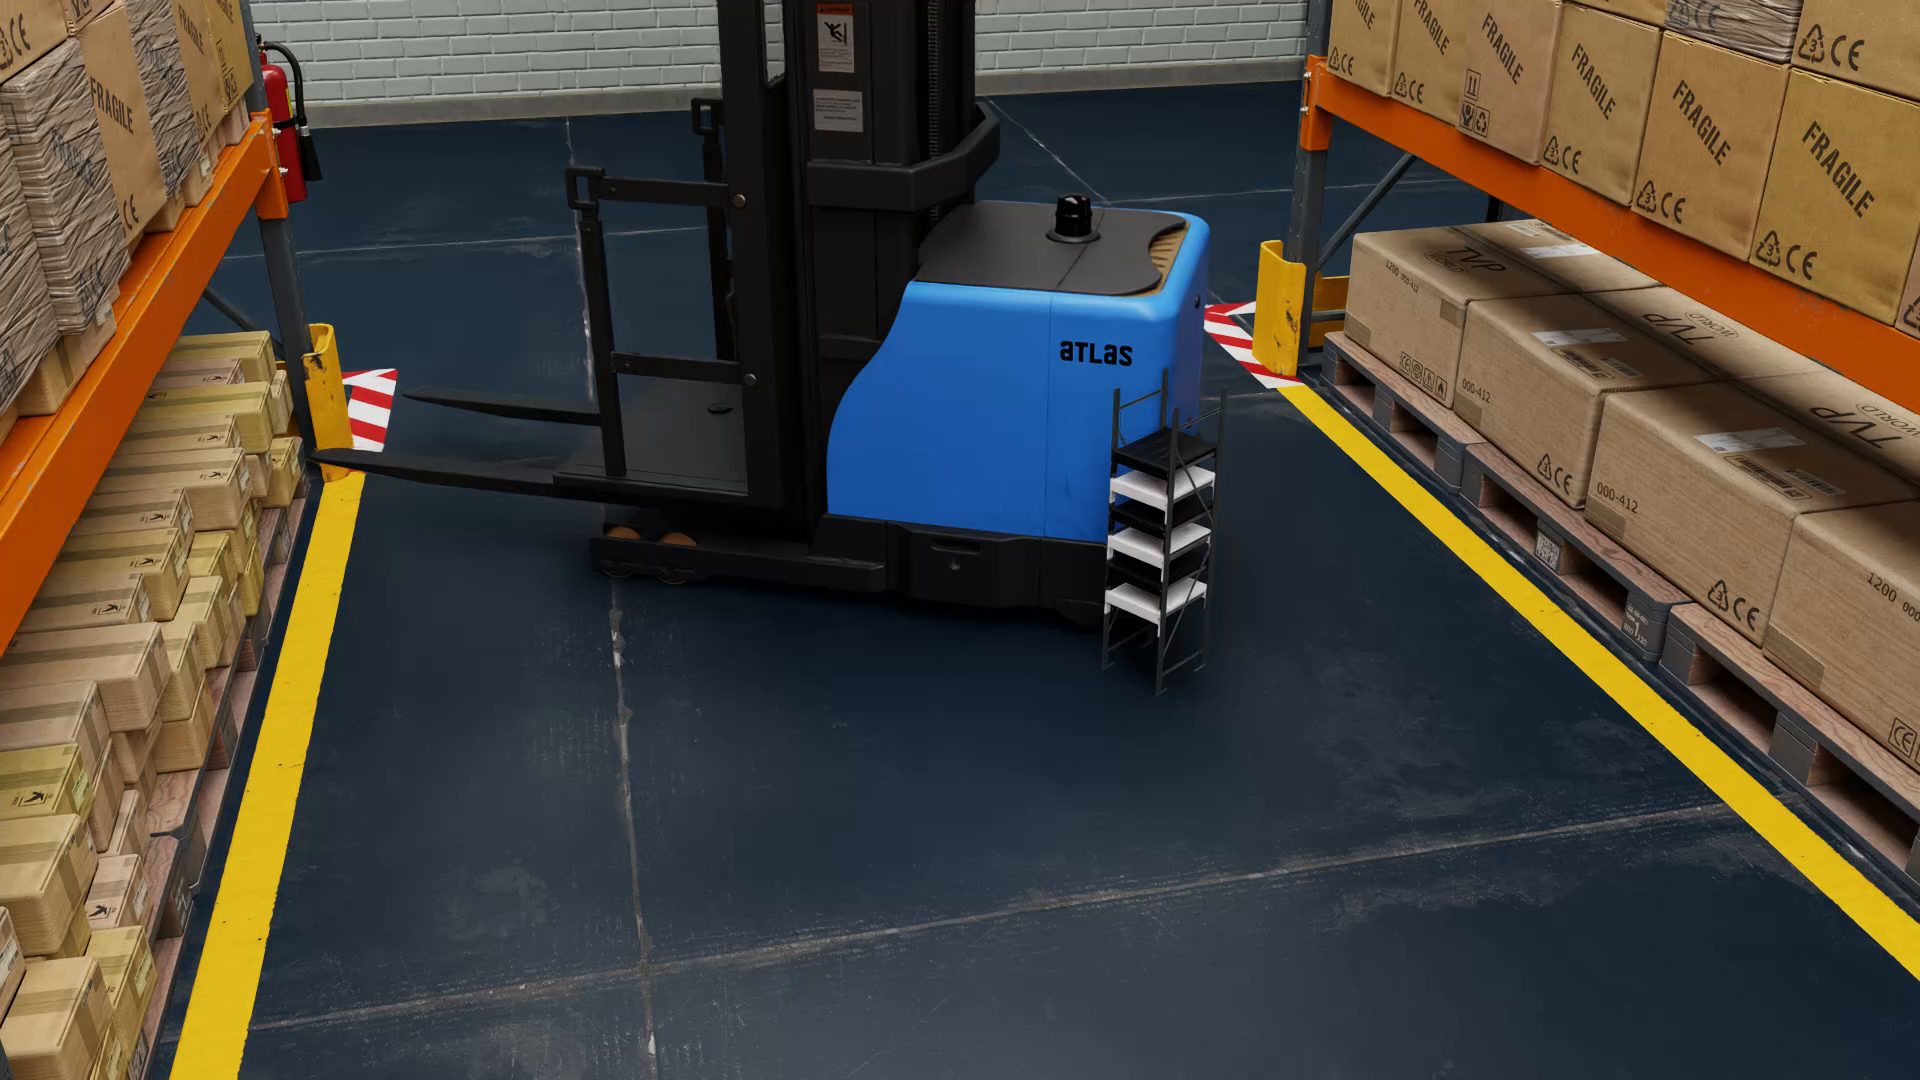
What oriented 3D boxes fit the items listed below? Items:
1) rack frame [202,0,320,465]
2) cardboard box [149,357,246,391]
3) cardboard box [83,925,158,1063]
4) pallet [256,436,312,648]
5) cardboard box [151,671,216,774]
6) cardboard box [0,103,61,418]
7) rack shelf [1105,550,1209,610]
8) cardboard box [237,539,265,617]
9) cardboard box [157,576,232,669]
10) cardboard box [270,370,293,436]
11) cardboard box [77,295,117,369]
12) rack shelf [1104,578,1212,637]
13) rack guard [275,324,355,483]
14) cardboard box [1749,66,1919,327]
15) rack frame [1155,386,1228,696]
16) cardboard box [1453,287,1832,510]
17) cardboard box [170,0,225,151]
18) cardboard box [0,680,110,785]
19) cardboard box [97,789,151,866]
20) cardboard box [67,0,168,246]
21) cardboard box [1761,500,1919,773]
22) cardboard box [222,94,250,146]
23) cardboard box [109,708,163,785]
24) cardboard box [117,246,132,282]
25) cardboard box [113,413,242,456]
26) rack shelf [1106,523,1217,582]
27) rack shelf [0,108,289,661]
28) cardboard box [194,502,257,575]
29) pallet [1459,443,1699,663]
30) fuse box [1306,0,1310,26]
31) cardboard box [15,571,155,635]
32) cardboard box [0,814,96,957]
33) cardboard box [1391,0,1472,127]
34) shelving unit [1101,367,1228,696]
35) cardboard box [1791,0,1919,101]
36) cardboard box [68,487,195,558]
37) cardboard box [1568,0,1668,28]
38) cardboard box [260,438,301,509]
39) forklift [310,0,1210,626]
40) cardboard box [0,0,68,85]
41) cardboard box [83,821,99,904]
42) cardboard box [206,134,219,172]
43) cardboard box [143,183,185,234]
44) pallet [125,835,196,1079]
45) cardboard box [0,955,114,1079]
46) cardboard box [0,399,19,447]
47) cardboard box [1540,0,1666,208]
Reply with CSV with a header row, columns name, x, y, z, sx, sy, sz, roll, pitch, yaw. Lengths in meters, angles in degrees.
name,x,y,z,sx,sy,sz,roll,pitch,yaw
rack frame,-2.904,-1.611,5.612,1.000,3.000,0.127,-6,27,-12
cardboard box,-2.537,-0.468,5.386,0.380,0.149,0.250,-5,27,-11
cardboard box,-1.832,0.921,3.294,0.380,0.149,0.250,-5,27,-10
pallet,-2.738,0.028,5.461,1.003,0.211,1.213,-6,27,-12
cardboard box,-2.104,0.473,4.182,0.380,0.149,0.250,-7,28,-13
cardboard box,-1.987,-0.492,2.954,0.500,0.500,0.500,-6,27,-12
rack shelf,0.582,0.093,4.841,0.200,0.077,0.258,24,35,38
cardboard box,-2.263,0.125,4.872,0.380,0.149,0.250,-7,28,-14
cardboard box,-2.130,0.231,4.331,0.380,0.149,0.250,-6,27,-11
cardboard box,-2.507,-0.455,5.691,0.380,0.149,0.250,-7,28,-13
cardboard box,-2.092,-0.473,3.637,0.380,0.149,0.250,-5,27,-9
rack shelf,0.582,0.173,4.881,0.200,0.077,0.258,24,35,38
rack guard,-2.887,-0.461,6.109,1.175,0.500,0.348,-6,27,-12
cardboard box,2.322,-0.849,3.993,0.500,0.500,0.500,-7,28,-13
rack frame,0.655,0.015,4.722,0.006,0.900,0.240,24,35,38
cardboard box,2.356,-0.521,5.830,0.875,0.438,0.875,-5,27,-10
cardboard box,-2.441,-1.390,4.734,0.500,0.500,0.500,-6,27,-12
cardboard box,-2.069,0.448,3.572,0.380,0.149,0.250,-7,28,-13
cardboard box,-2.044,0.711,3.710,0.380,0.149,0.250,-7,28,-13
cardboard box,-2.215,-0.949,3.860,0.500,0.500,0.500,-5,27,-9
cardboard box,2.760,0.268,4.267,0.875,0.438,0.875,-6,27,-12
cardboard box,-2.555,-1.384,5.442,0.380,0.149,0.250,-6,27,-12
cardboard box,-2.104,0.459,3.879,0.380,0.149,0.250,-5,27,-9
cardboard box,-2.275,-0.695,4.076,0.380,0.149,0.250,-5,27,-11
cardboard box,-2.359,-0.247,4.949,0.380,0.149,0.250,-7,28,-14
rack shelf,0.582,0.013,4.800,0.200,0.077,0.258,24,35,38
rack shelf,-2.453,-0.411,4.035,1.077,0.370,4.000,-6,27,-12
cardboard box,-2.259,-0.001,4.792,0.380,0.149,0.250,-6,27,-11
pallet,2.424,-0.035,5.585,1.003,0.211,1.213,-6,27,-12
fuse box,2.682,-4.205,12.182,0.539,1.711,0.414,-6,27,-12
cardboard box,-2.188,0.216,4.030,0.380,0.149,0.250,-7,28,-14
cardboard box,-1.883,0.666,3.139,0.380,0.149,0.250,-5,27,-9
cardboard box,1.865,-1.743,5.764,0.500,0.500,0.500,-6,27,-12
shelving unit,0.582,-0.017,4.785,0.210,0.900,0.258,24,35,38
cardboard box,2.315,-1.295,3.767,0.500,0.500,0.500,-6,27,-12
cardboard box,-2.292,-0.008,4.475,0.380,0.149,0.250,-7,28,-13
cardboard box,2.087,-1.739,4.645,0.500,0.500,0.500,-6,27,-11
cardboard box,-2.426,-0.213,5.541,0.380,0.149,0.250,-5,27,-10
forklift,-0.734,-1.385,5.241,3.031,2.935,1.130,6,27,12
cardboard box,-2.082,-1.152,3.152,0.500,0.500,0.500,-5,27,-11
cardboard box,-2.007,0.701,3.400,0.380,0.149,0.250,-6,27,-12
cardboard box,-2.465,-1.162,5.003,0.380,0.149,0.250,-6,27,-12
cardboard box,-2.354,-0.934,4.551,0.380,0.149,0.250,-7,28,-14
pallet,-2.189,1.099,3.338,1.003,0.211,1.213,-6,27,-12
cardboard box,-1.773,0.906,2.993,0.380,0.149,0.250,-5,27,-9
cardboard box,-2.045,-0.237,3.170,0.380,0.149,0.250,-7,28,-14
cardboard box,2.092,-1.300,4.885,0.500,0.500,0.500,-5,27,-10
